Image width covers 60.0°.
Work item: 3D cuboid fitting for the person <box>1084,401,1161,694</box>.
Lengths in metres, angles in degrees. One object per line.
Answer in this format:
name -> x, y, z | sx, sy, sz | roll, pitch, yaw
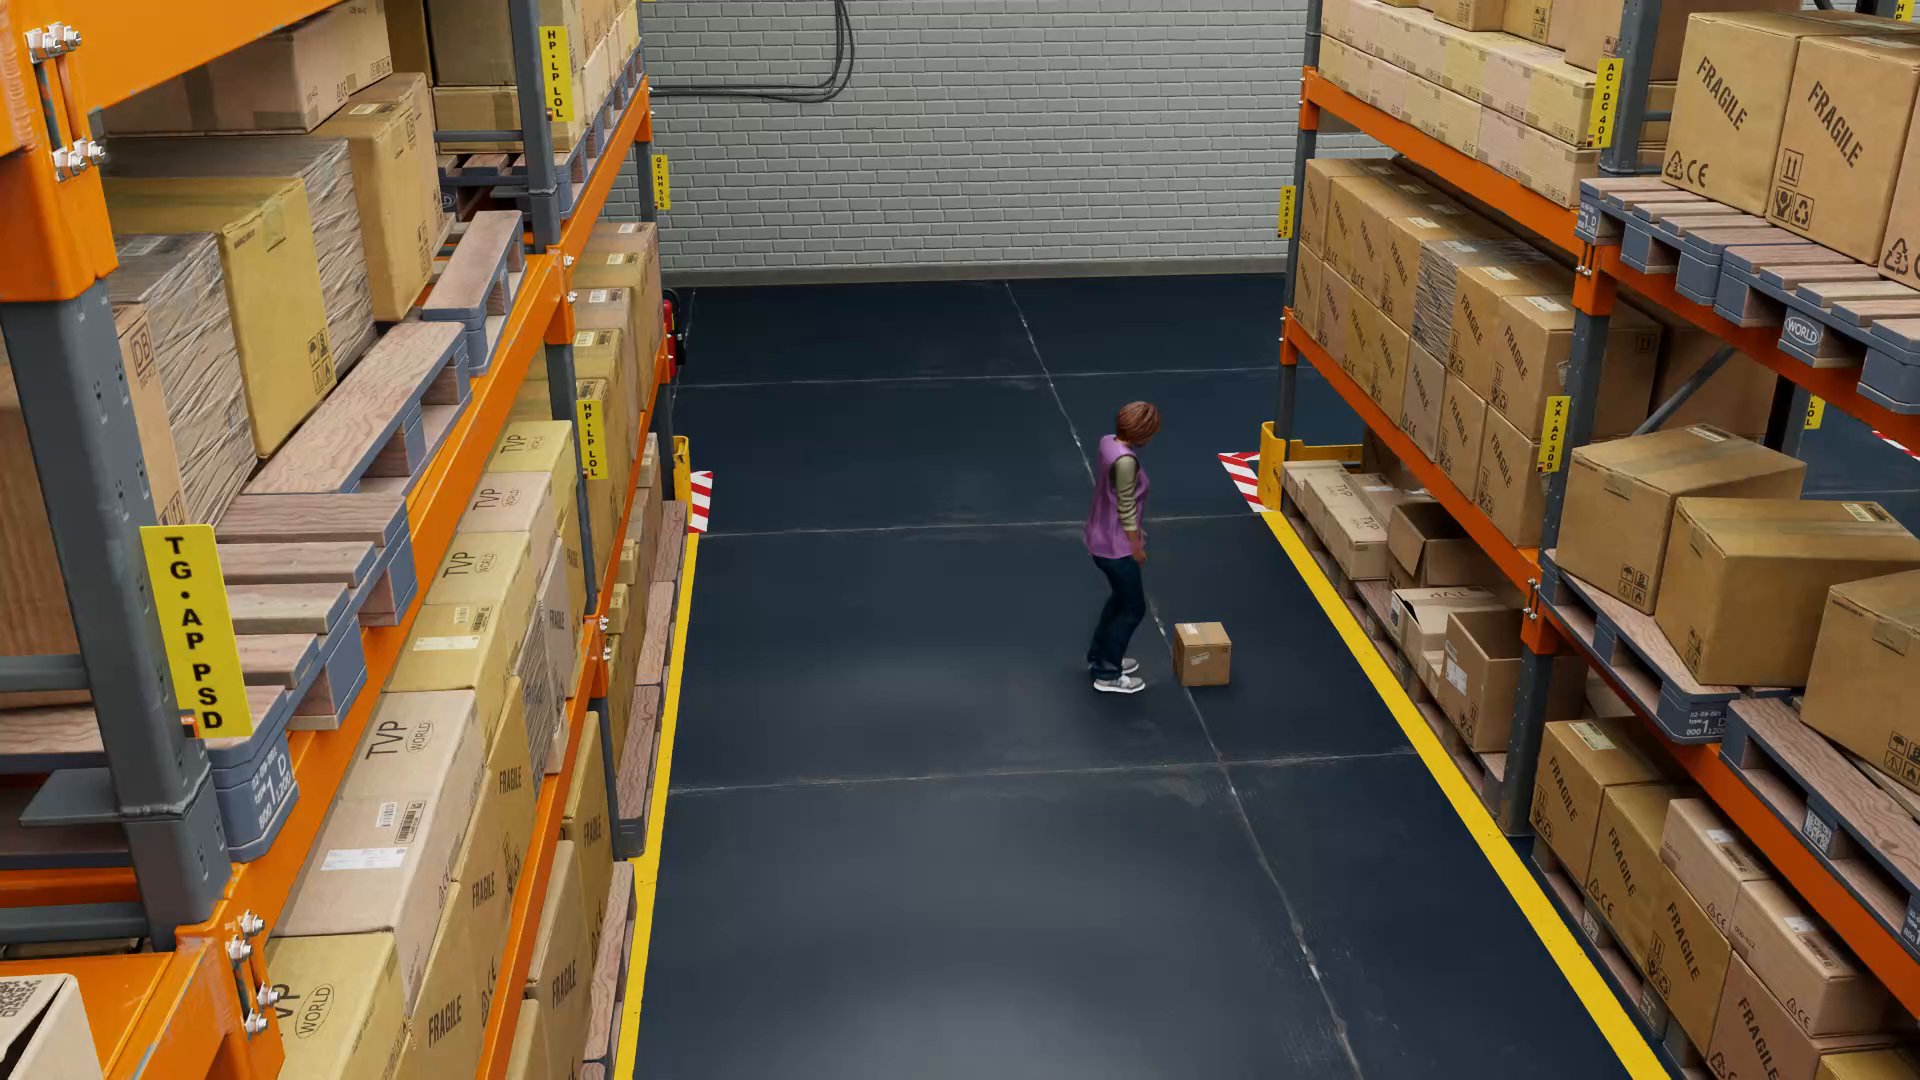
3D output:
person -> 0.824, 0.026, 8.606 | 0.368, 1.567, 0.423 | -2, 24, -4
